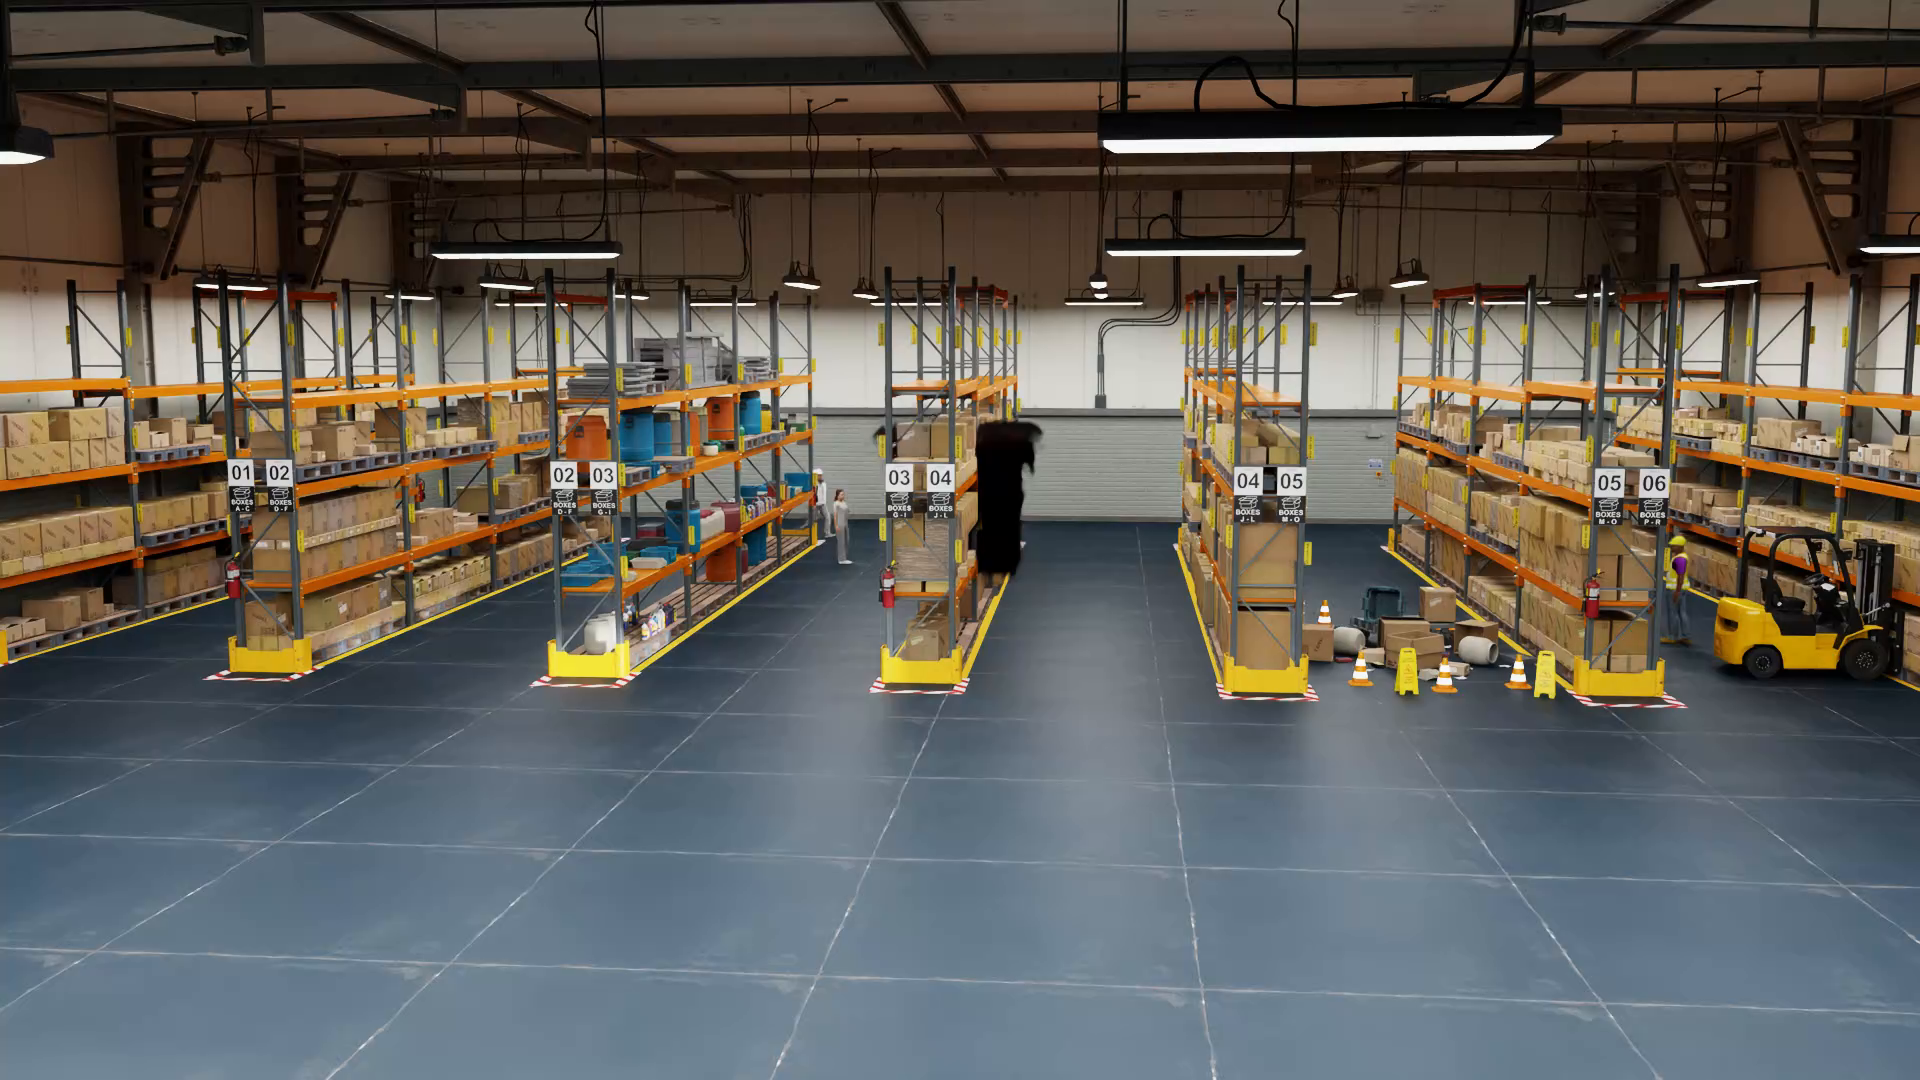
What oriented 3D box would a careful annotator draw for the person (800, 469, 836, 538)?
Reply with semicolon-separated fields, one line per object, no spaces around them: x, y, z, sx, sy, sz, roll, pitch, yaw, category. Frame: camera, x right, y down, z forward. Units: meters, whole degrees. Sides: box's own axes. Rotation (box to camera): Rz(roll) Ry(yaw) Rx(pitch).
-3.565;-0.918;41.679;0.959;1.737;0.611;4;8;30;person

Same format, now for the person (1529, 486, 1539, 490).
12.884;-0.410;37.326;0.433;1.794;0.606;1;7;8;person

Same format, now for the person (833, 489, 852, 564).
-2.589;-0.278;36.925;0.432;1.727;0.514;2;7;19;person

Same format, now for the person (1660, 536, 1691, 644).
11.807;0.818;27.344;0.584;1.772;0.461;-6;9;-39;person
